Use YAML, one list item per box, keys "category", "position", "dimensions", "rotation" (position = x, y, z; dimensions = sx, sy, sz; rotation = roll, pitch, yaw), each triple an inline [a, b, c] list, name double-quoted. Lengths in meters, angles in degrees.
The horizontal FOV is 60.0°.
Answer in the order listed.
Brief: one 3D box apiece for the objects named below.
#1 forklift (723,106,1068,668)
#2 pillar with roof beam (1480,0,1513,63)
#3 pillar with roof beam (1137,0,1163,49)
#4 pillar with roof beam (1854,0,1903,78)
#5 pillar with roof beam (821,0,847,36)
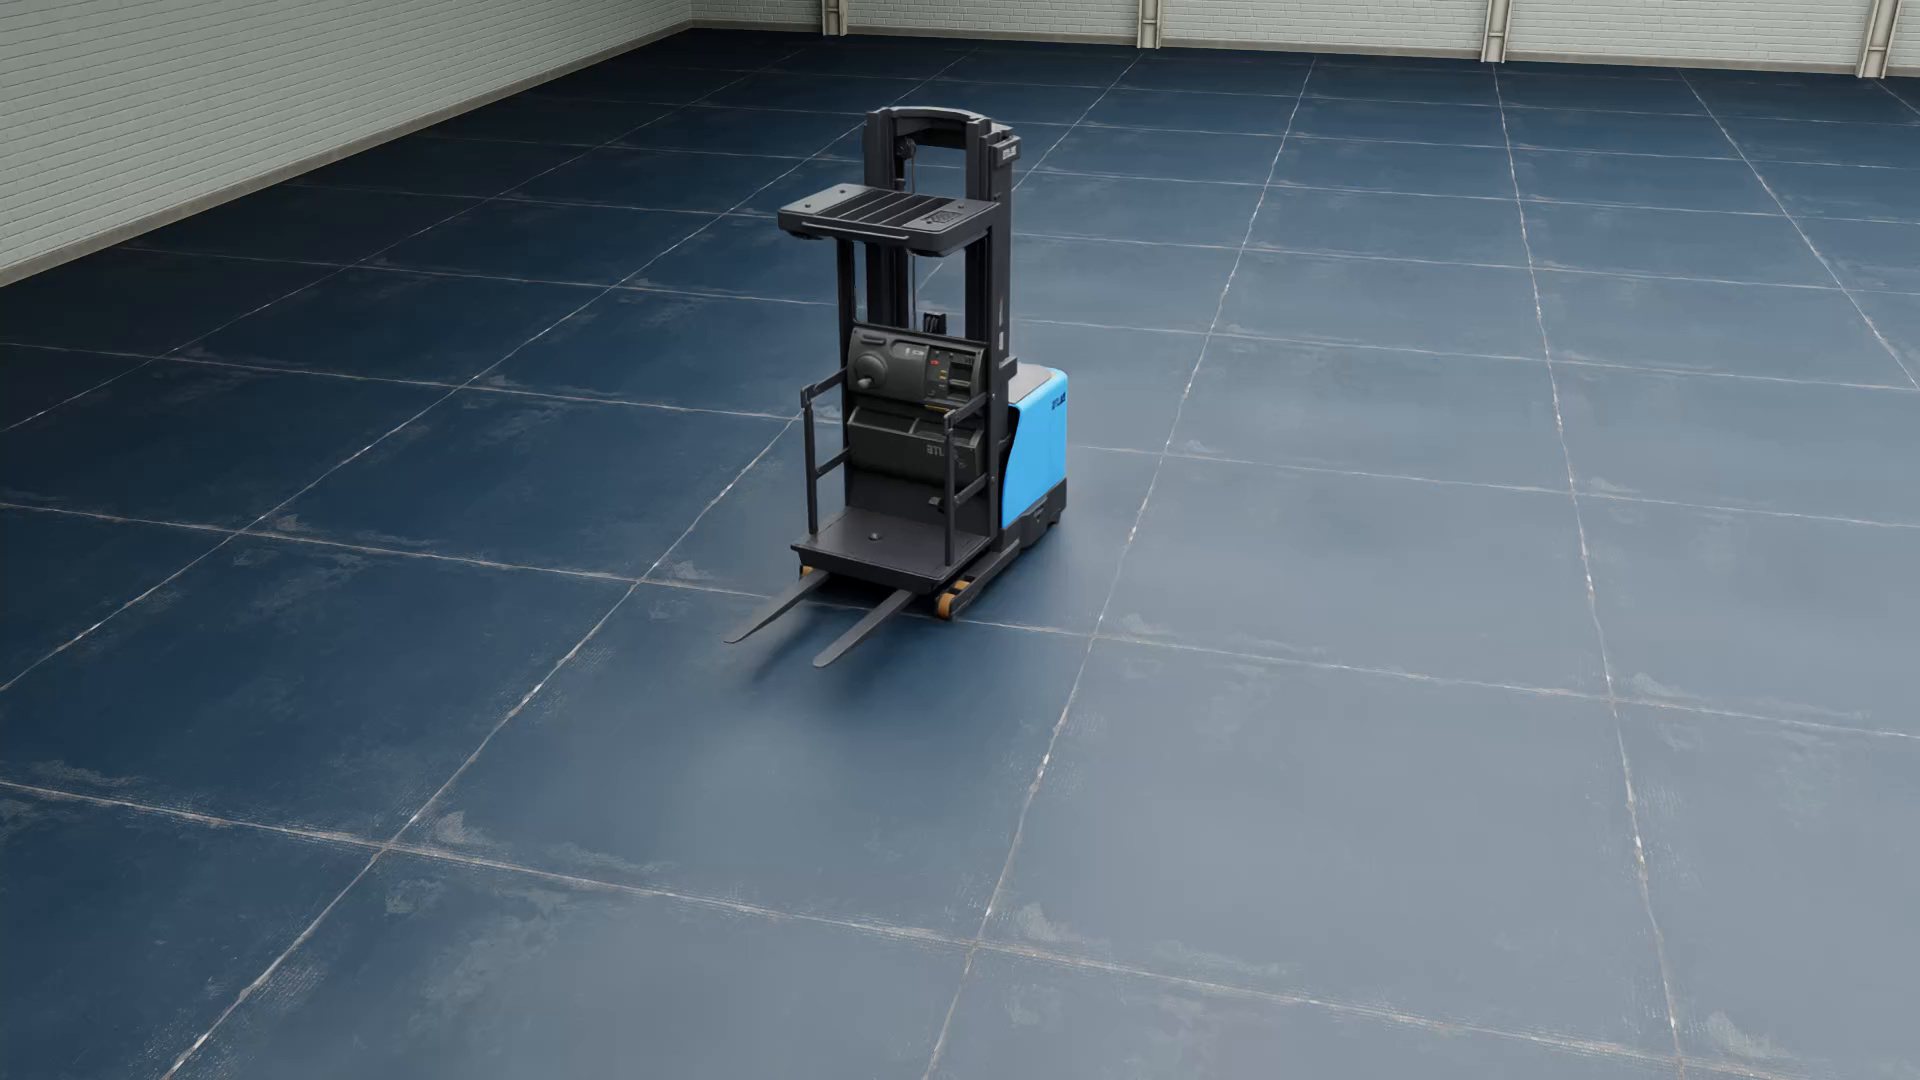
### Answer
- category: "forklift"
  position: [-0.379, -1.045, 10.193]
  dimensions: [1.130, 2.935, 3.031]
  rotation: [13, 28, 25]
- category: "pillar with roof beam"
  position: [8.176, -10.595, 23.193]
  dimensions: [0.400, 9.000, 9.100]
  rotation: [6, 26, 13]
- category: "pillar with roof beam"
  position: [2.365, -11.237, 24.542]
  dimensions: [0.400, 9.000, 9.100]
  rotation: [6, 26, 13]
- category: "pillar with roof beam"
  position: [13.987, -9.953, 21.843]
  dimensions: [0.400, 9.000, 9.100]
  rotation: [6, 26, 13]
- category: "pillar with roof beam"
  position: [-3.446, -11.880, 25.891]
  dimensions: [0.400, 9.000, 9.100]
  rotation: [6, 26, 13]
